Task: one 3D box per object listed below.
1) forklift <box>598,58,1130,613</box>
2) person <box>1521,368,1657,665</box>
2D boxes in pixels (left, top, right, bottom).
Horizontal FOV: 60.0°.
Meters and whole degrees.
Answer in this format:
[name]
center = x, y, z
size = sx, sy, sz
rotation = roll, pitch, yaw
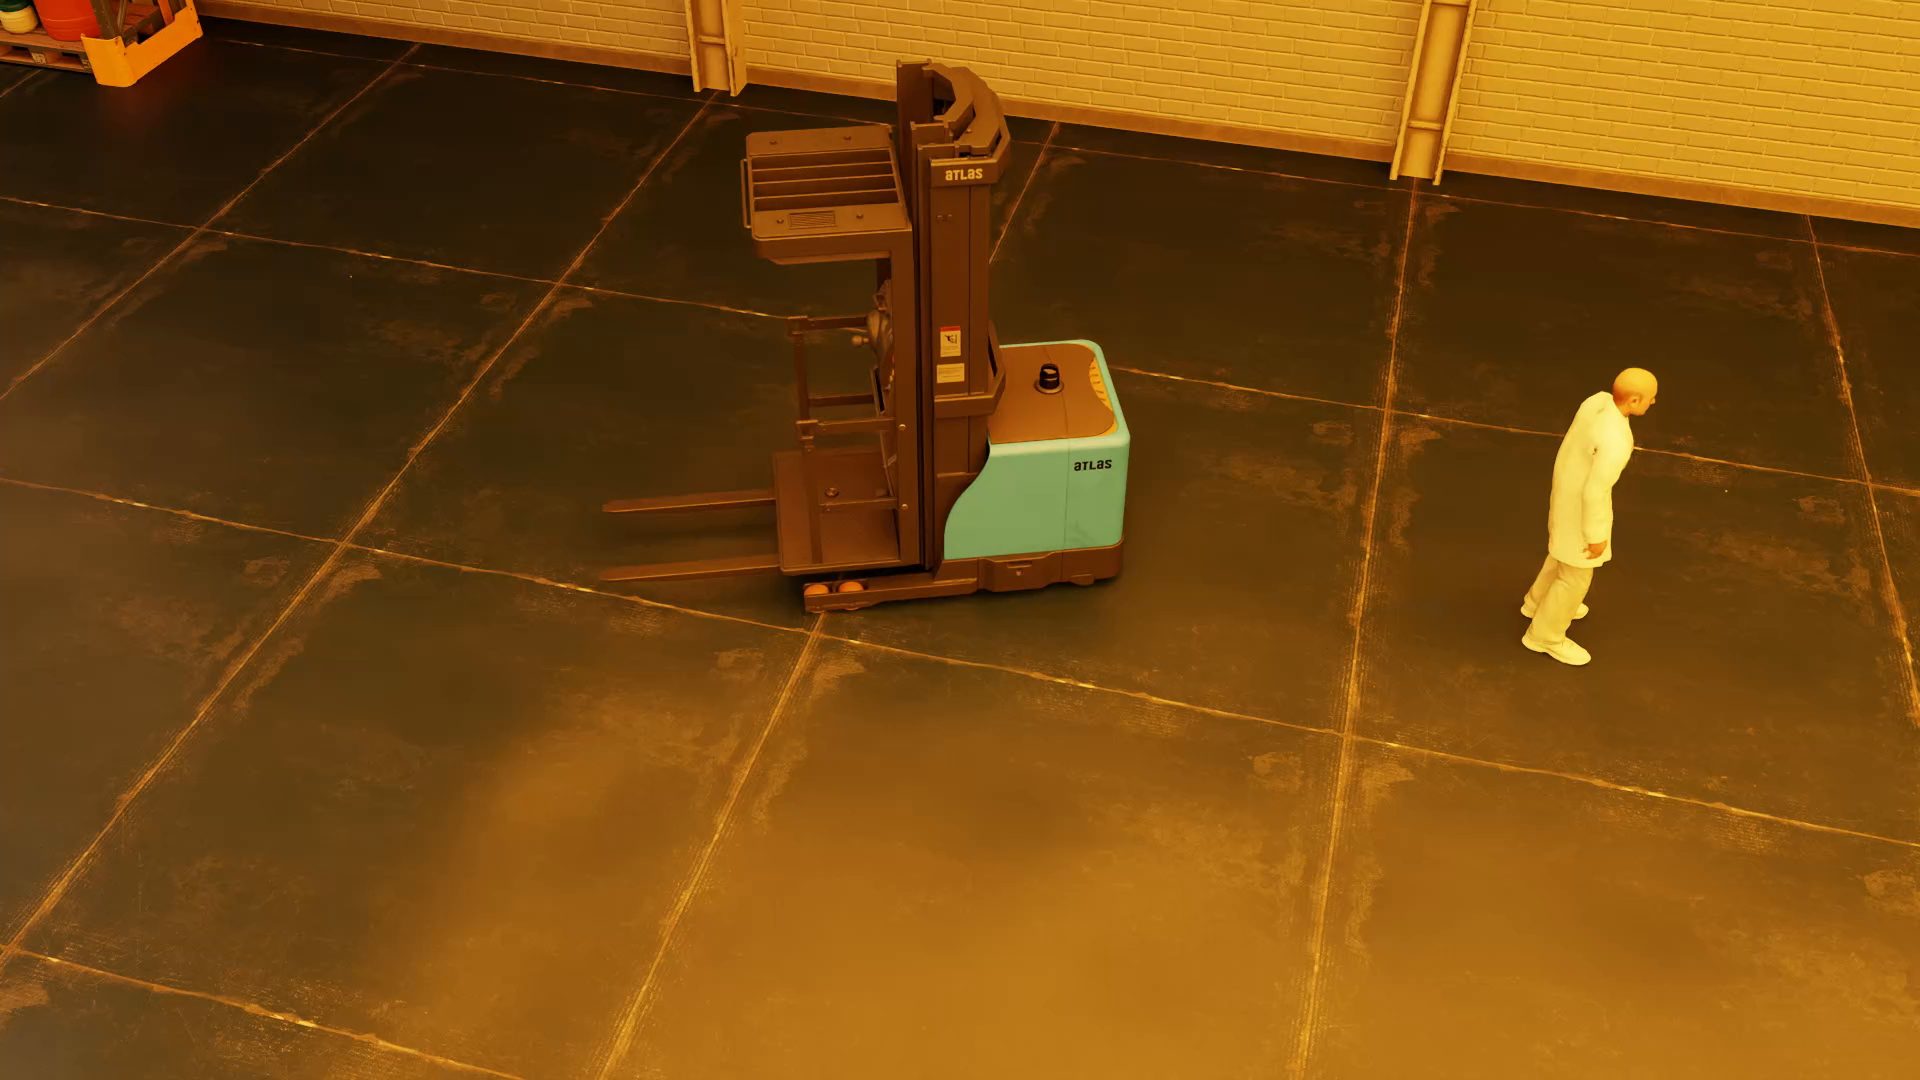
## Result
[forklift]
center = -0.604, -1.052, 9.062
size = 3.031, 2.935, 1.130
rotation = -5, 41, -5
[person]
center = 3.373, -0.174, 8.939
size = 0.435, 1.773, 0.651
rotation = 7, 42, 8
